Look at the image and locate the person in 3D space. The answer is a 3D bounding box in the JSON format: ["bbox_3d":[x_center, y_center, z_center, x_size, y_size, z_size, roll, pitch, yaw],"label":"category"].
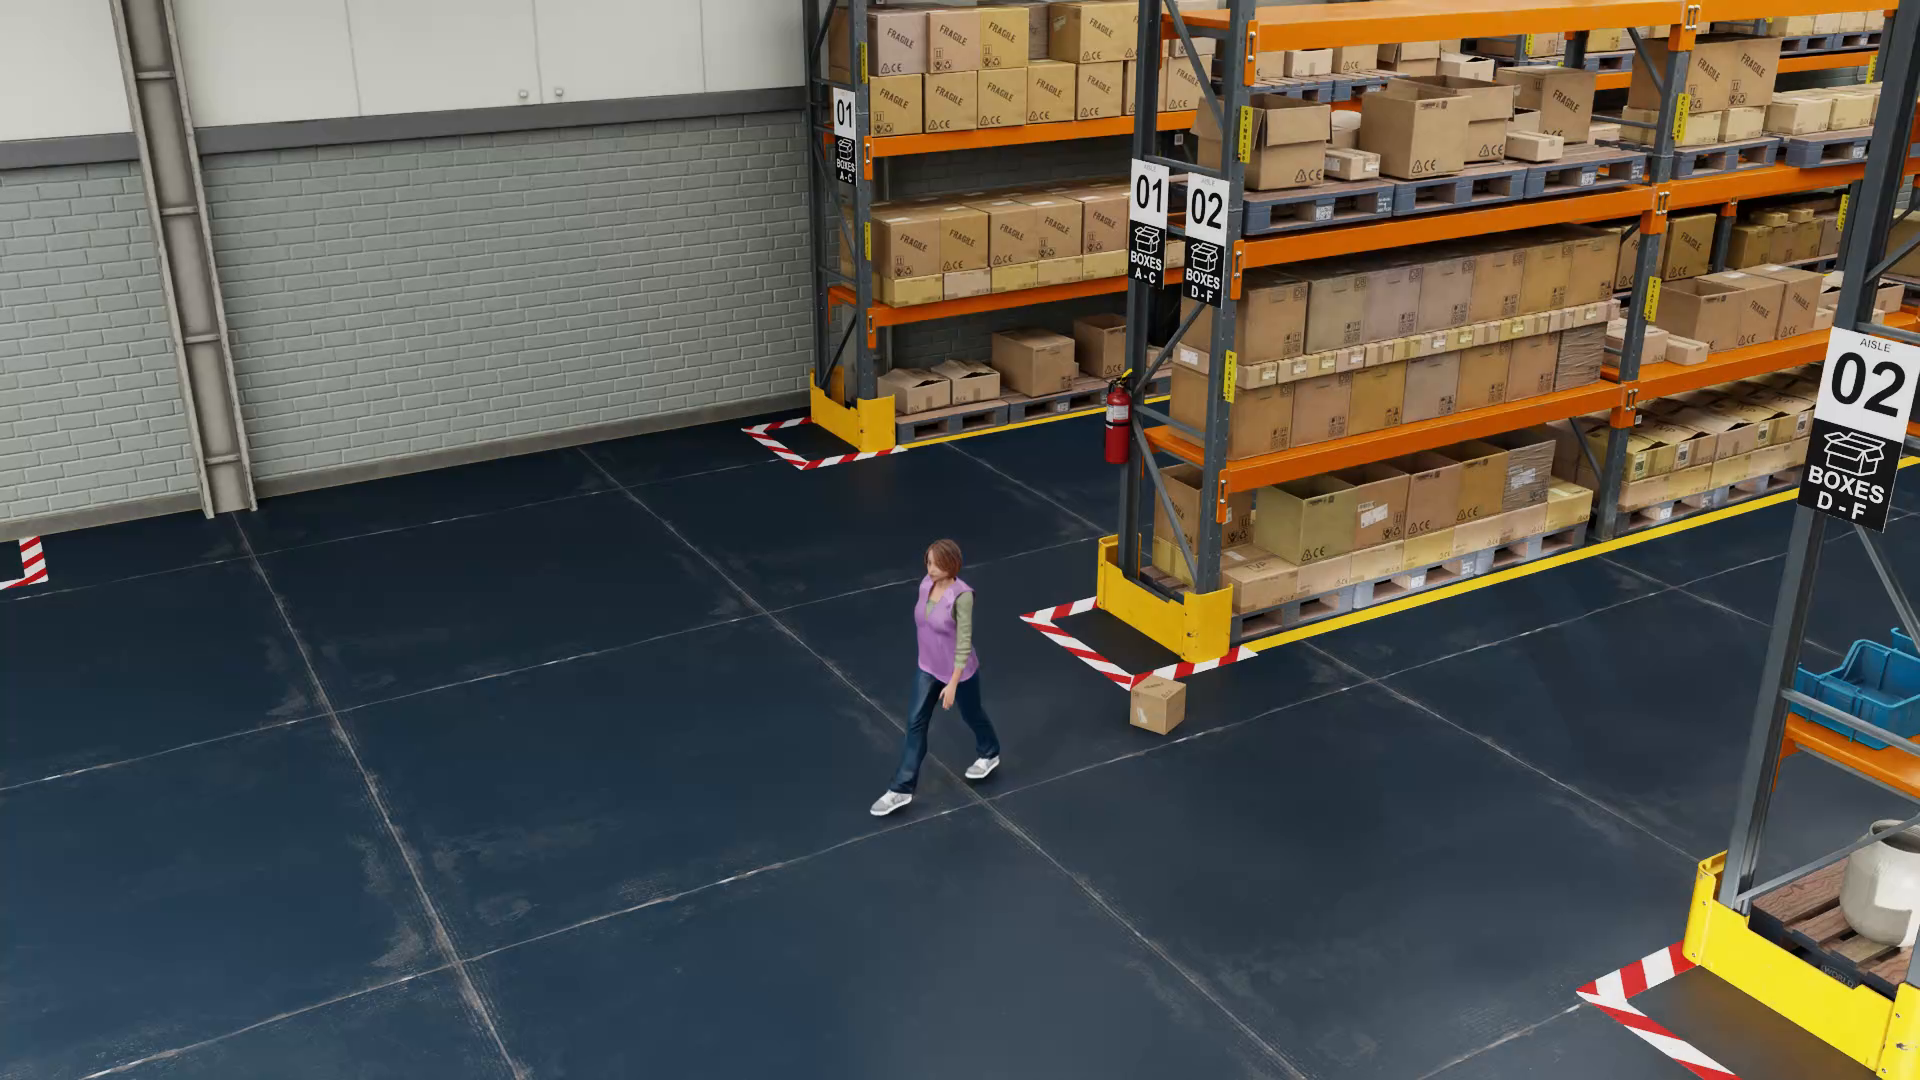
[{"bbox_3d":[-0.118,0.727,9.290,0.479,1.549,0.926,19,29,38],"label":"person"}]
